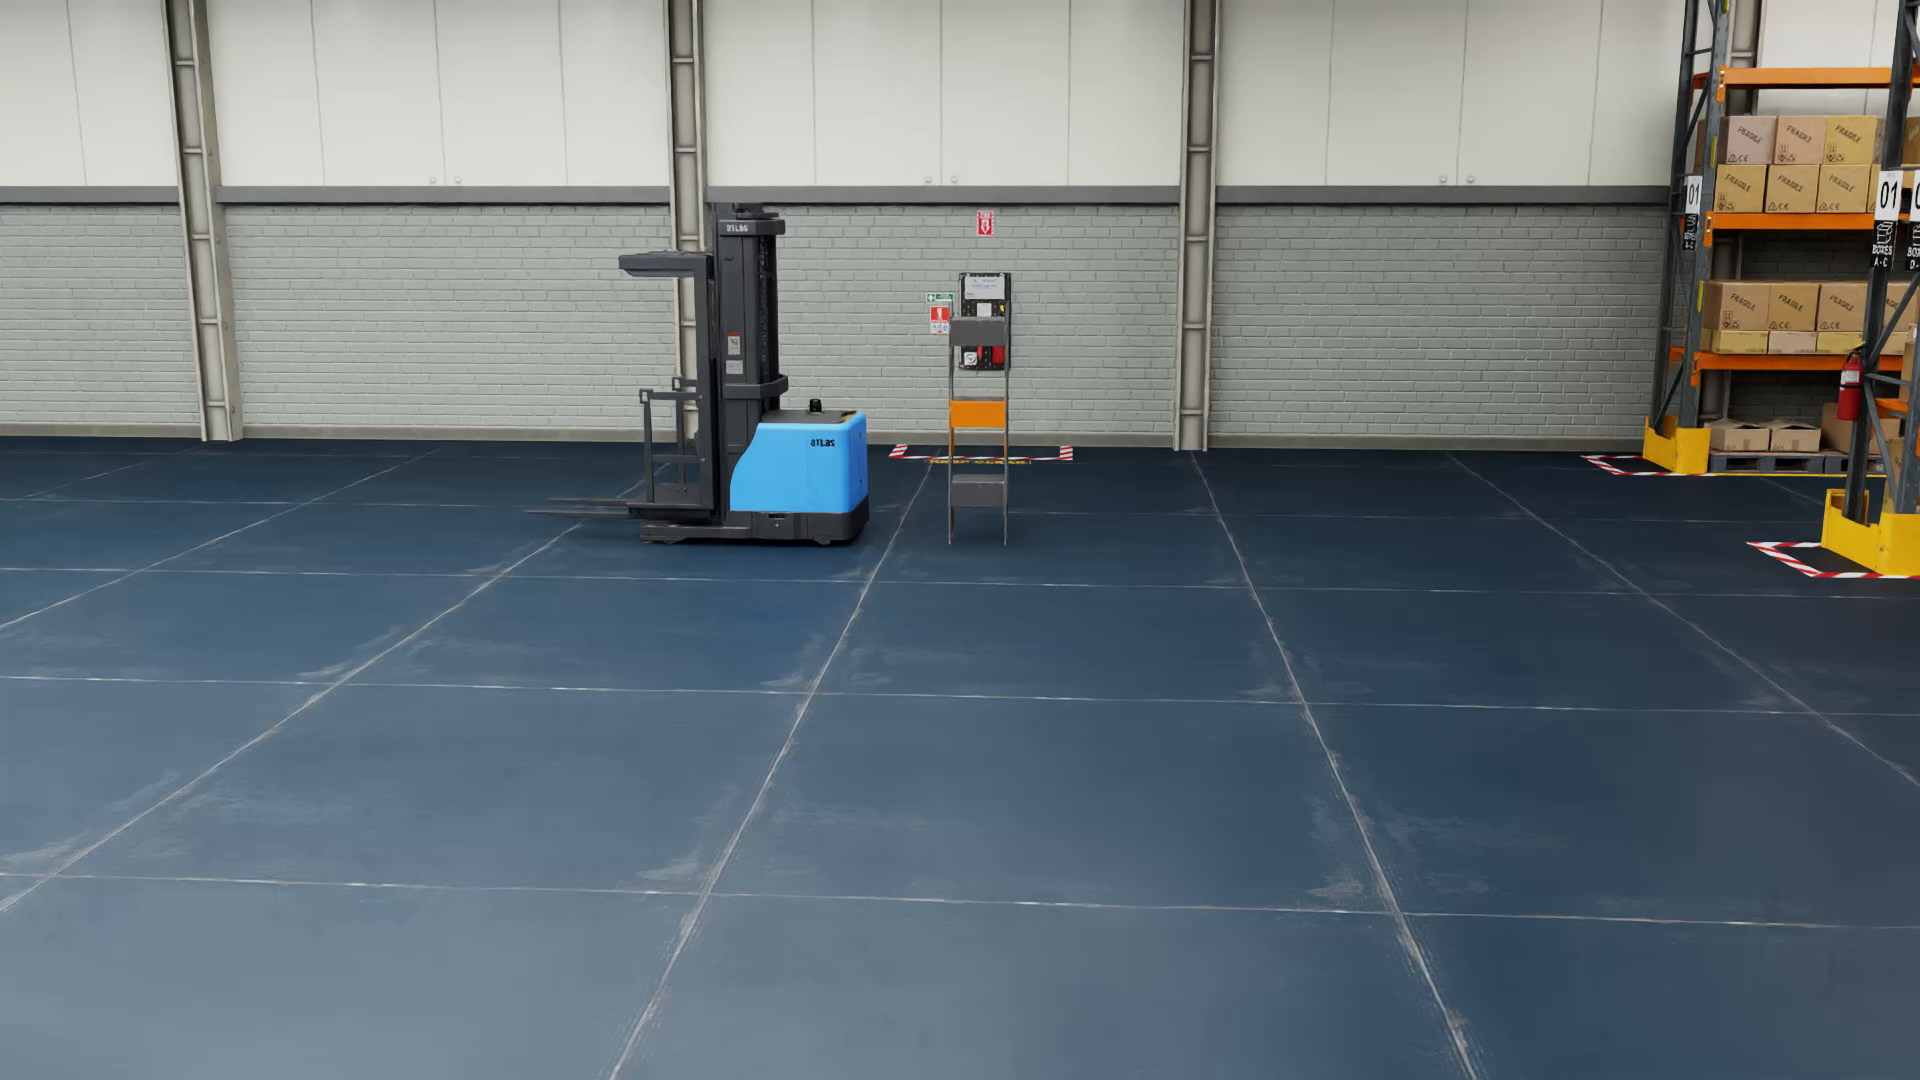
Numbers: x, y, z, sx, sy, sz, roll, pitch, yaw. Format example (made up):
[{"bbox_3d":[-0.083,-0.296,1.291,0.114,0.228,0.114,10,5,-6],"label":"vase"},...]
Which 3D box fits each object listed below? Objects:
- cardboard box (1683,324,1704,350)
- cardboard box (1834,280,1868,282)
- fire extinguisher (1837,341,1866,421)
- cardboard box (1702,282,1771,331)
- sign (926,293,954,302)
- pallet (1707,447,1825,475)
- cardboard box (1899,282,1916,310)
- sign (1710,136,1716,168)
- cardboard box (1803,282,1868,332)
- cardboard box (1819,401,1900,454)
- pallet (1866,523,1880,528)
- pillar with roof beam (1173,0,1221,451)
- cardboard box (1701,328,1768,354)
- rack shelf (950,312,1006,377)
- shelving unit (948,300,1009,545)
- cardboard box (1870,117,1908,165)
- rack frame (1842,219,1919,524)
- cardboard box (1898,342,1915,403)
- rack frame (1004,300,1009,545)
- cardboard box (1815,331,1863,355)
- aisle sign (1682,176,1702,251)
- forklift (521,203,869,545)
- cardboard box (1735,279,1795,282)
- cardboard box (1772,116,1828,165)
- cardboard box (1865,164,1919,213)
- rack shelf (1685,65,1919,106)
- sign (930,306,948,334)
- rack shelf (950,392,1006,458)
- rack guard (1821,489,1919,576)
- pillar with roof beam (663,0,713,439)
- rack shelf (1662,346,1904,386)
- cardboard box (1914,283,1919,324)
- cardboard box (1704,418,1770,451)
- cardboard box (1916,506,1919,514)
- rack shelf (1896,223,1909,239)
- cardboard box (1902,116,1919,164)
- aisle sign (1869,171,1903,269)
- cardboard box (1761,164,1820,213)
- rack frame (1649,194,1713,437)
[{"bbox_3d":[8.475,-2.283,18.673,0.500,0.250,0.500,1,12,5],"label":"cardboard box"},{"bbox_3d":[10.000,-2.632,18.509,0.500,0.500,0.500,1,12,5],"label":"cardboard box"},{"bbox_3d":[7.581,-1.360,14.132,0.183,0.674,0.296,1,12,4],"label":"fire extinguisher"},{"bbox_3d":[8.451,-2.549,18.113,0.500,0.500,0.500,1,12,4],"label":"cardboard box"},{"bbox_3d":[-0.239,-2.908,19.962,0.331,0.109,0.001,1,12,4],"label":"sign"},{"bbox_3d":[8.879,-0.929,18.694,1.213,0.211,1.003,1,12,4],"label":"pallet"},{"bbox_3d":[10.494,-2.520,17.976,0.500,0.500,0.500,0,12,2],"label":"cardboard box"},{"bbox_3d":[7.959,-4.099,17.575,0.005,0.325,0.100,1,12,4],"label":"sign"},{"bbox_3d":[9.459,-2.532,18.031,0.500,0.500,0.500,0,12,2],"label":"cardboard box"},{"bbox_3d":[9.977,-1.249,18.445,0.500,0.500,0.700,0,12,0],"label":"cardboard box"},{"bbox_3d":[8.434,0.065,13.939,1.213,0.211,1.003,1,12,4],"label":"pallet"},{"bbox_3d":[2.477,-4.620,14.874,0.400,9.000,9.100,1,12,4],"label":"pillar with roof beam"},{"bbox_3d":[8.461,-2.178,18.172,0.500,0.250,0.500,0,12,2],"label":"cardboard box"},{"bbox_3d":[0.165,-1.697,14.402,0.480,0.518,0.431,1,12,4],"label":"rack shelf"},{"bbox_3d":[0.165,-1.025,14.542,0.503,2.100,0.431,1,12,4],"label":"shelving unit"},{"bbox_3d":[9.980,-4.352,18.188,0.500,0.500,0.500,1,12,4],"label":"cardboard box"},{"bbox_3d":[7.668,-1.301,13.663,0.127,3.000,1.000,1,12,4],"label":"rack frame"},{"bbox_3d":[8.133,-1.341,13.610,0.500,0.500,0.700,1,12,4],"label":"cardboard box"},{"bbox_3d":[0.409,-1.022,14.526,0.015,2.100,0.400,1,12,4],"label":"rack frame"},{"bbox_3d":[9.488,-2.166,18.113,0.500,0.250,0.500,1,12,3],"label":"cardboard box"},{"bbox_3d":[7.903,-3.526,17.947,0.004,0.787,0.394,1,12,4],"label":"aisle sign"},{"bbox_3d":[-2.391,-1.503,14.795,3.031,2.935,1.130,1,12,6],"label":"forklift"},{"bbox_3d":[8.981,-2.645,18.572,0.500,0.500,0.500,1,12,5],"label":"cardboard box"},{"bbox_3d":[8.860,-4.258,17.735,0.500,0.500,0.500,1,12,3],"label":"cardboard box"},{"bbox_3d":[9.900,-3.761,17.801,0.500,0.500,0.500,2,12,7],"label":"cardboard box"},{"bbox_3d":[9.991,-4.869,17.830,4.000,0.370,1.077,1,12,4],"label":"rack shelf"},{"bbox_3d":[-0.243,-2.650,20.025,0.234,0.329,0.001,1,12,4],"label":"sign"},{"bbox_3d":[0.165,-1.012,14.545,0.480,0.518,0.431,1,12,4],"label":"rack shelf"},{"bbox_3d":[7.644,-0.078,13.921,0.348,0.500,1.175,1,12,4],"label":"rack guard"},{"bbox_3d":[-3.509,-4.702,15.266,0.400,9.000,9.100,1,12,4],"label":"pillar with roof beam"},{"bbox_3d":[9.991,-1.934,18.444,4.000,0.370,1.077,1,12,4],"label":"rack shelf"},{"bbox_3d":[8.186,-1.976,13.474,0.500,0.500,0.700,1,12,4],"label":"cardboard box"},{"bbox_3d":[8.679,-1.185,18.598,0.500,0.311,0.500,-1,12,-3],"label":"cardboard box"},{"bbox_3d":[8.188,-0.108,13.649,0.500,0.250,0.500,1,12,4],"label":"cardboard box"},{"bbox_3d":[9.663,-2.390,13.299,4.000,0.370,1.077,1,12,4],"label":"rack shelf"},{"bbox_3d":[10.399,-4.237,17.635,0.500,0.500,0.500,0,12,2],"label":"cardboard box"},{"bbox_3d":[7.622,-2.635,13.688,0.004,0.787,0.394,1,12,4],"label":"aisle sign"},{"bbox_3d":[8.846,-3.770,17.846,0.500,0.500,0.500,2,12,8],"label":"cardboard box"},{"bbox_3d":[7.995,-2.313,18.501,0.127,3.000,1.000,1,12,4],"label":"rack frame"}]
